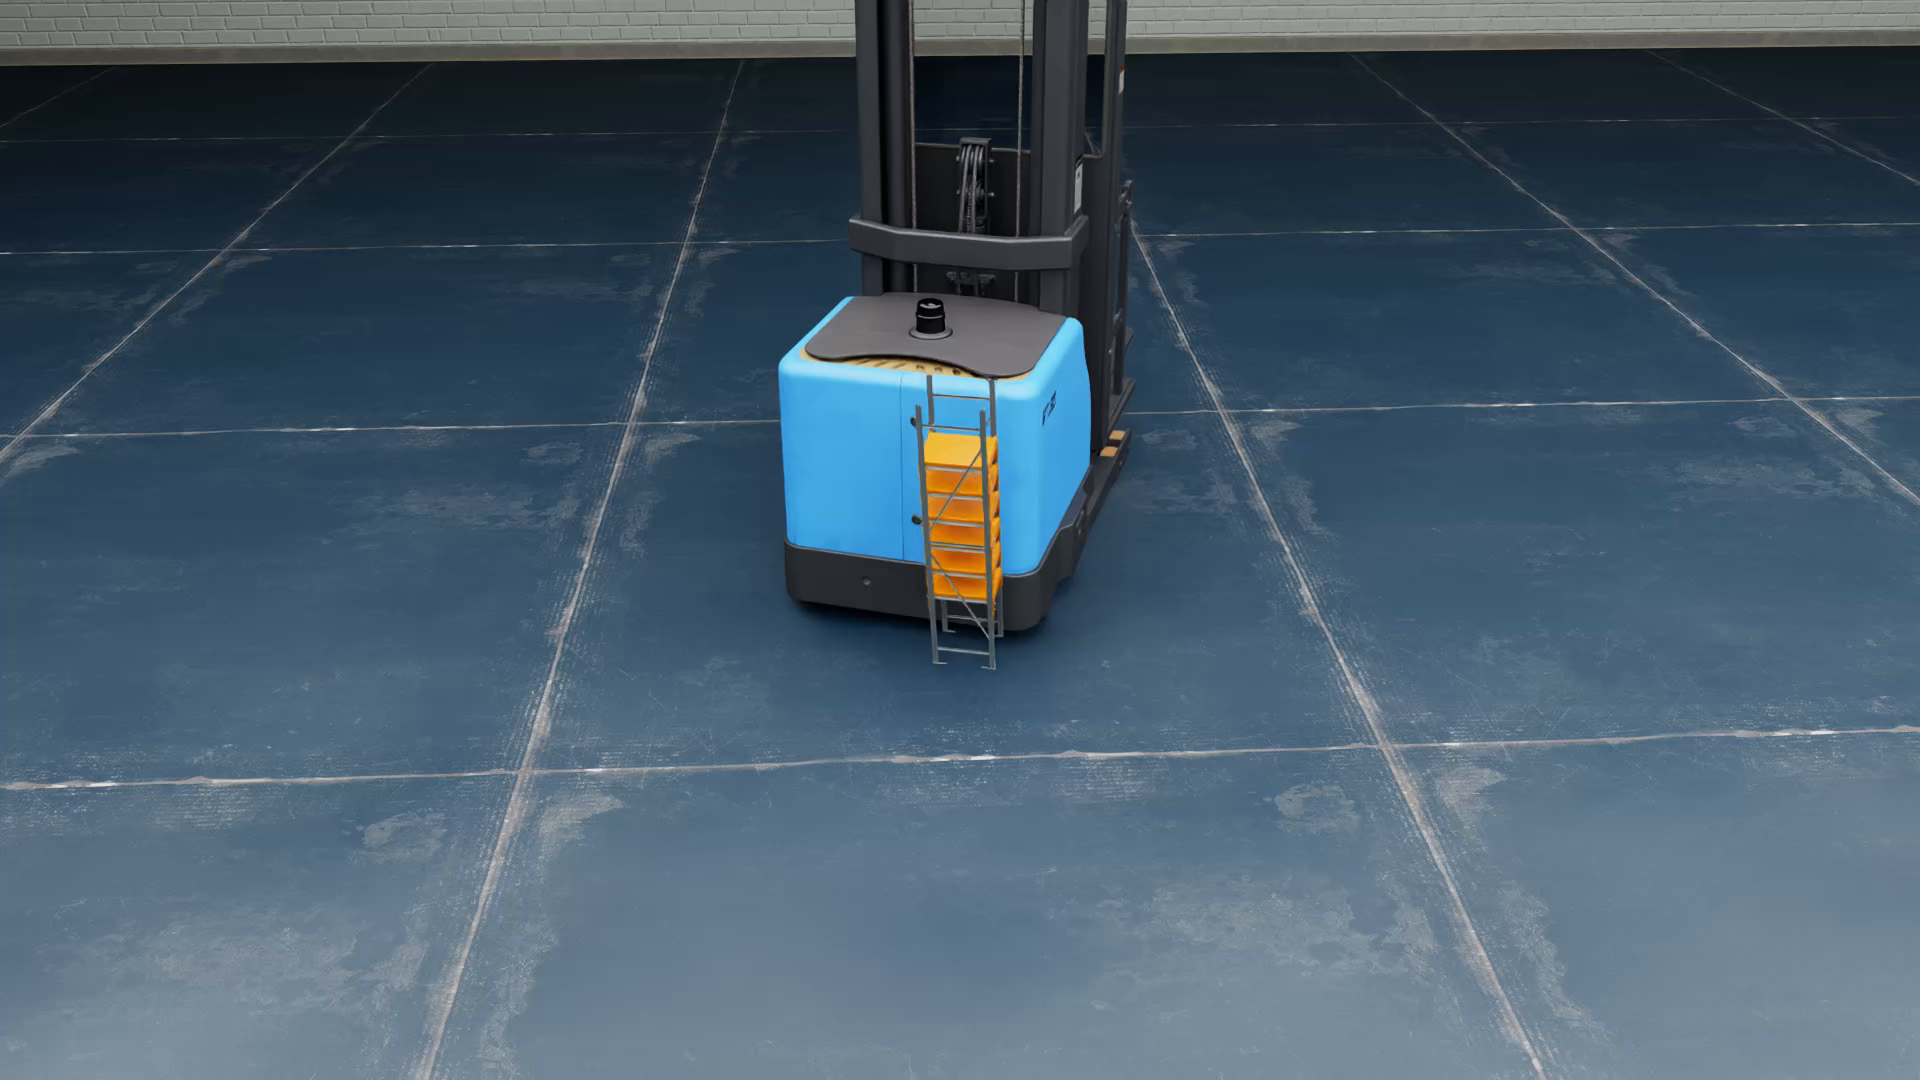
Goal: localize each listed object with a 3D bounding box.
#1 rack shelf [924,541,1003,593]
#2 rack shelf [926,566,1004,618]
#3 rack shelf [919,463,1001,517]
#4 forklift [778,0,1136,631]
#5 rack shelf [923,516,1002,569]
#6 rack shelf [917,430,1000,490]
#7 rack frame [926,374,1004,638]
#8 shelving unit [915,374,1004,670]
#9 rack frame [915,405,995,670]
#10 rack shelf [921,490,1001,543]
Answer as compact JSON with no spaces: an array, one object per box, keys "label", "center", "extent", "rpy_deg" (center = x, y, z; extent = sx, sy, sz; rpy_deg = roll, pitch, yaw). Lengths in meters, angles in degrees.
[{"label":"rack shelf","center":[0.016,0.089,6.114],"extent":[0.258,0.103,0.180],"rpy_deg":[5,40,10]},{"label":"rack shelf","center":[0.020,0.181,6.190],"extent":[0.258,0.103,0.180],"rpy_deg":[5,40,10]},{"label":"rack shelf","center":[0.001,-0.188,5.884],"extent":[0.258,0.103,0.180],"rpy_deg":[5,40,10]},{"label":"forklift","center":[0.193,-1.613,7.172],"extent":[1.130,2.935,3.031],"rpy_deg":[7,28,14]},{"label":"rack shelf","center":[0.011,-0.003,6.037],"extent":[0.258,0.103,0.180],"rpy_deg":[5,40,10]},{"label":"rack shelf","center":[-0.004,-0.280,5.808],"extent":[0.258,0.103,0.180],"rpy_deg":[5,40,10]},{"label":"rack frame","center":[0.026,-0.096,6.078],"extent":[0.240,1.200,0.006],"rpy_deg":[5,40,10]},{"label":"shelving unit","center":[0.009,-0.038,6.009],"extent":[0.258,1.200,0.189],"rpy_deg":[5,40,10]},{"label":"rack frame","center":[-0.008,0.020,5.940],"extent":[0.240,1.200,0.006],"rpy_deg":[5,40,10]},{"label":"rack shelf","center":[0.006,-0.096,5.961],"extent":[0.258,0.103,0.180],"rpy_deg":[5,40,10]}]
